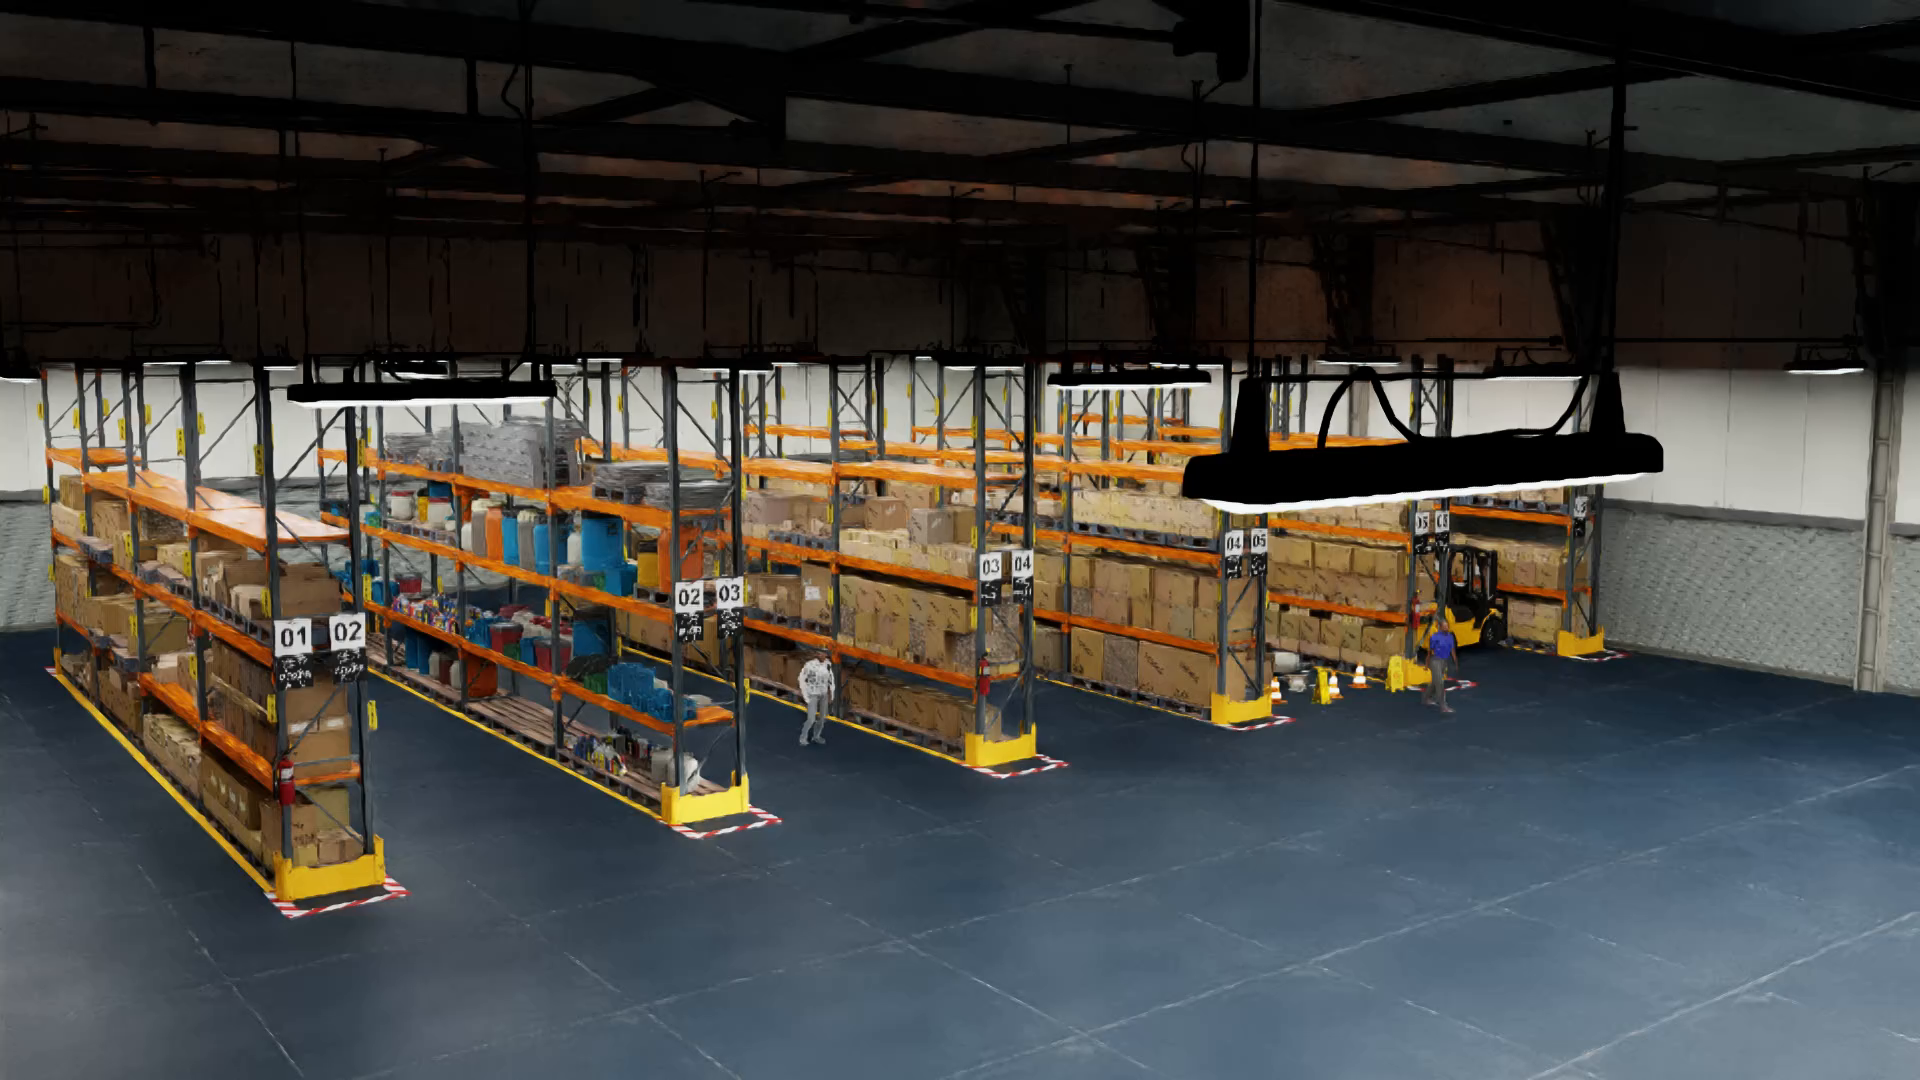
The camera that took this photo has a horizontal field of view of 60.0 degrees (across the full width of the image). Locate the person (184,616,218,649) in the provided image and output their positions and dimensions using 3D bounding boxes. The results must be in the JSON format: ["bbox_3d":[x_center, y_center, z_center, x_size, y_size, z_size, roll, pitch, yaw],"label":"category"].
[{"bbox_3d":[-13.859,1.822,30.412,0.564,1.736,1.044,-5,9,-38],"label":"person"}]

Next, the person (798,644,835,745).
[{"bbox_3d":[-2.244,2.412,26.063,0.639,1.620,0.498,-5,9,-38],"label":"person"}]

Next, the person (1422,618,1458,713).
[{"bbox_3d":[8.248,2.111,28.476,0.444,1.585,0.990,-3,8,-27],"label":"person"}]
